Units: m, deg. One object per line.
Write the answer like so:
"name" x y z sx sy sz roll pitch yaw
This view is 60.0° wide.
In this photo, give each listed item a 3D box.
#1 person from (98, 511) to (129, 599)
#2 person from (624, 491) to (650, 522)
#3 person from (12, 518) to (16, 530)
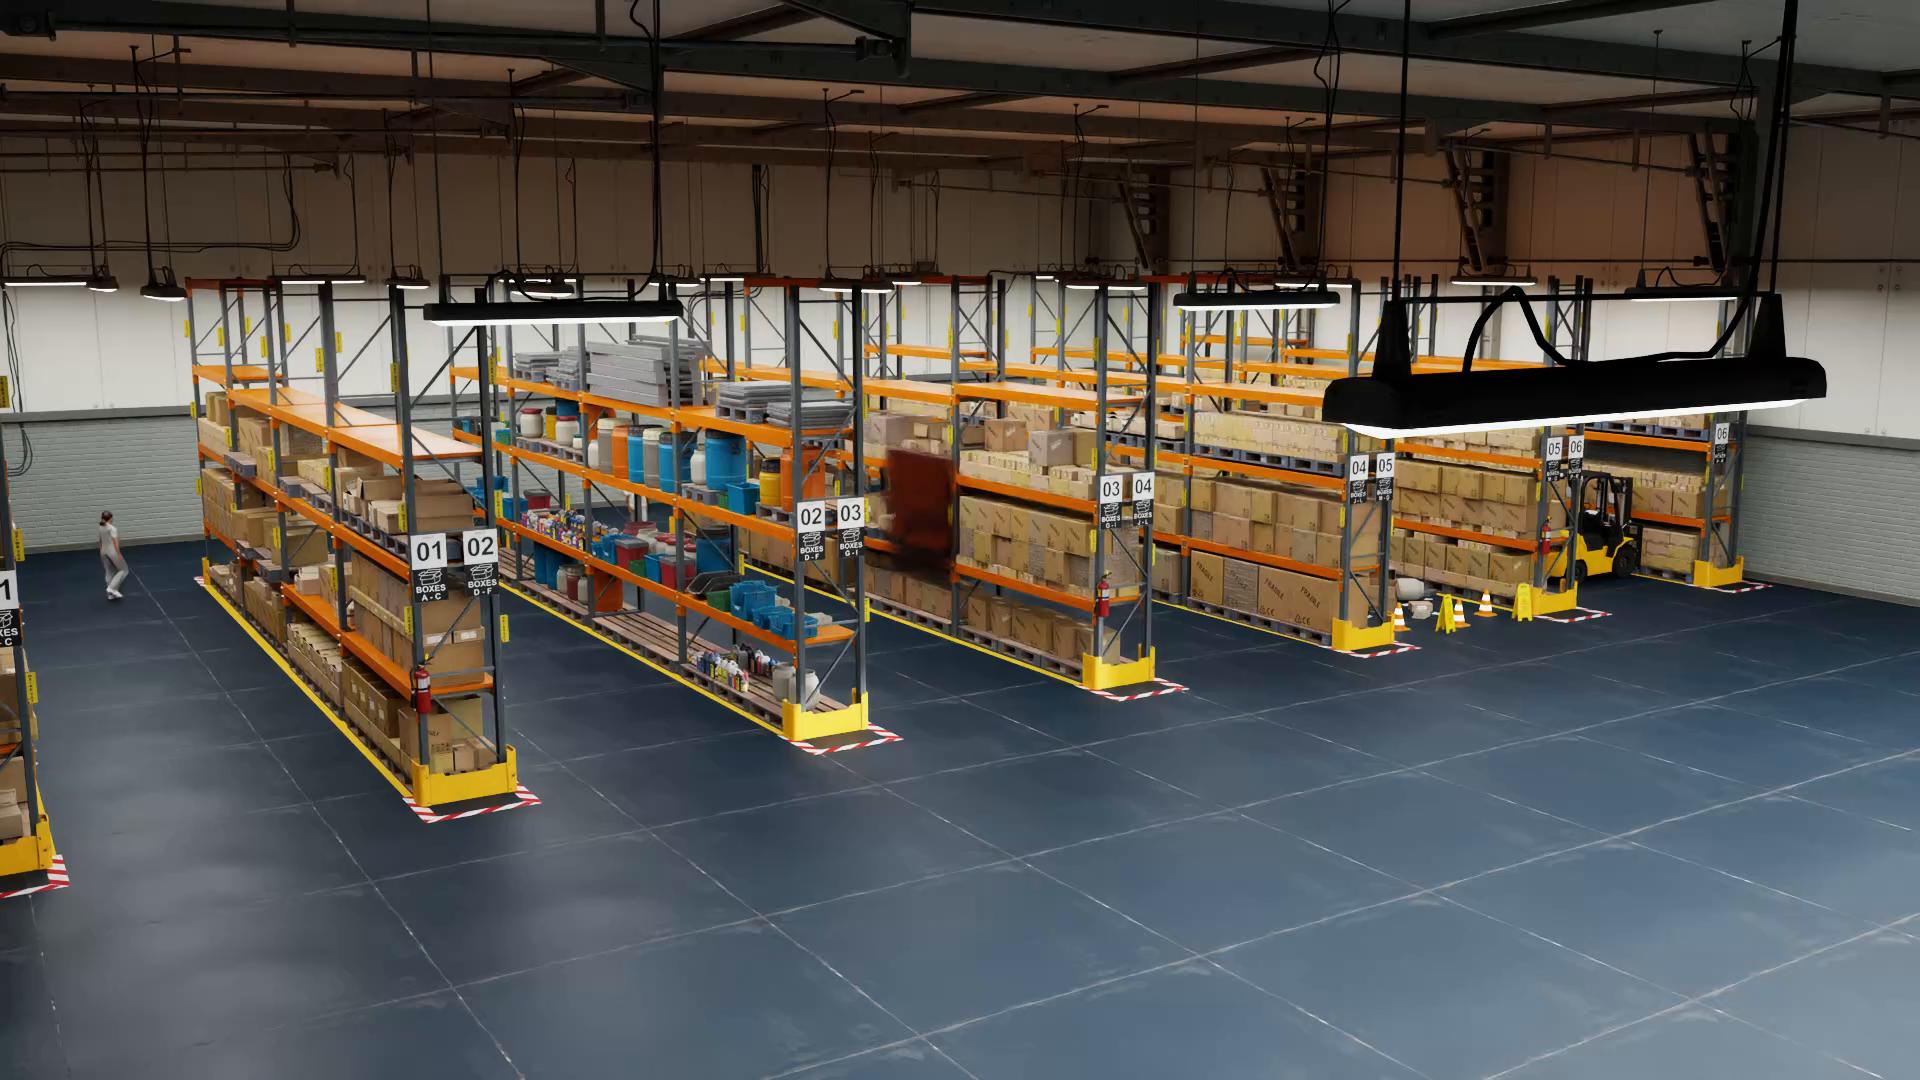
"person" -16.004 0.287 31.279 0.474 1.672 0.474 4 10 20
"person" -7.188 -0.749 37.133 0.580 1.692 1.054 -3 10 -20
"person" -19.151 -0.048 33.235 0.553 1.616 1.022 -8 13 -40
